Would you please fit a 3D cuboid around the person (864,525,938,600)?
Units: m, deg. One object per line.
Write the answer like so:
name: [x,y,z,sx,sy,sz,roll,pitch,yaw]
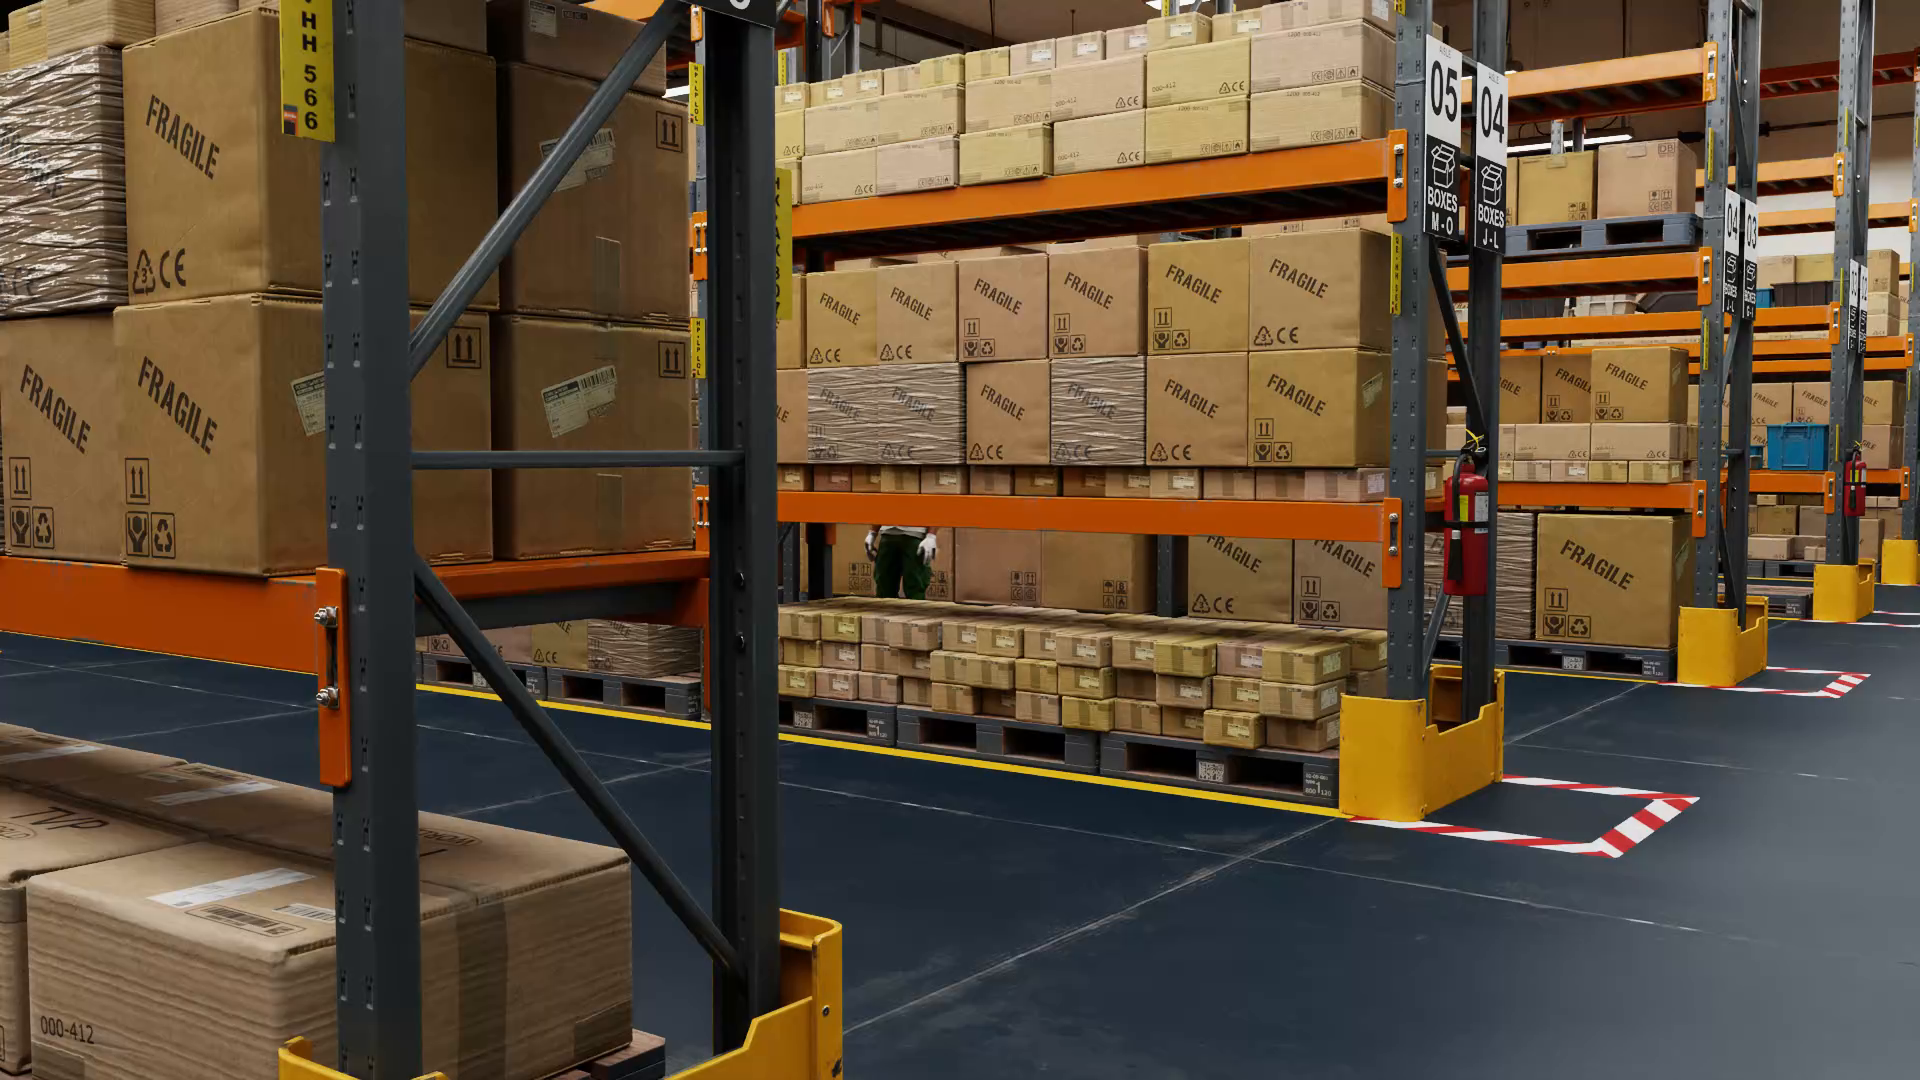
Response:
person: [-0.402,0.007,11.574,0.609,1.780,0.448,2,4,36]
